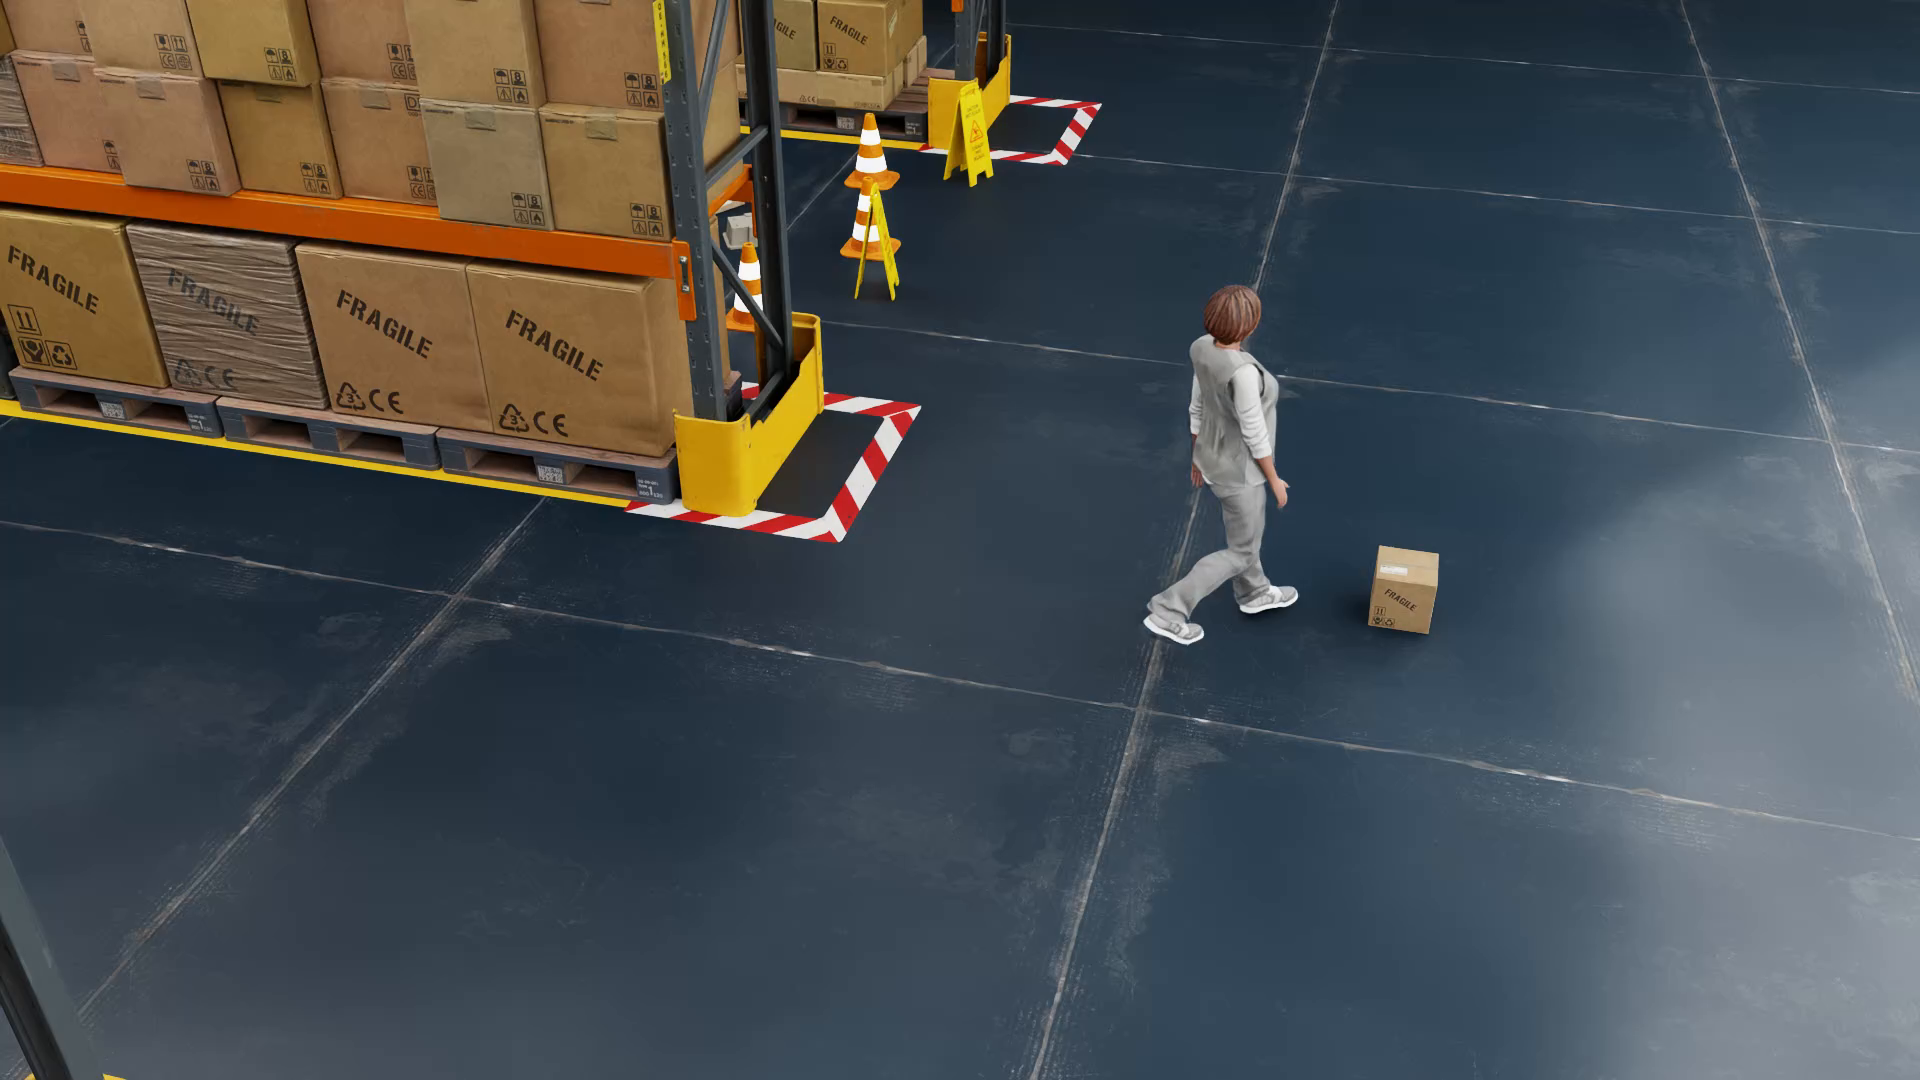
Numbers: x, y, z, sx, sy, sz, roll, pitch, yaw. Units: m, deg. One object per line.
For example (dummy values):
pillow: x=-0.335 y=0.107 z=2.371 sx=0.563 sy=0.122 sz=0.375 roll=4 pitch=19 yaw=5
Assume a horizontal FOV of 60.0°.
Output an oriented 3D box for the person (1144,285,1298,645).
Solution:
person: x=1.094 y=-0.292 z=6.578 sx=0.793 sy=1.564 sz=0.411 roll=-9 pitch=34 yaw=-13
